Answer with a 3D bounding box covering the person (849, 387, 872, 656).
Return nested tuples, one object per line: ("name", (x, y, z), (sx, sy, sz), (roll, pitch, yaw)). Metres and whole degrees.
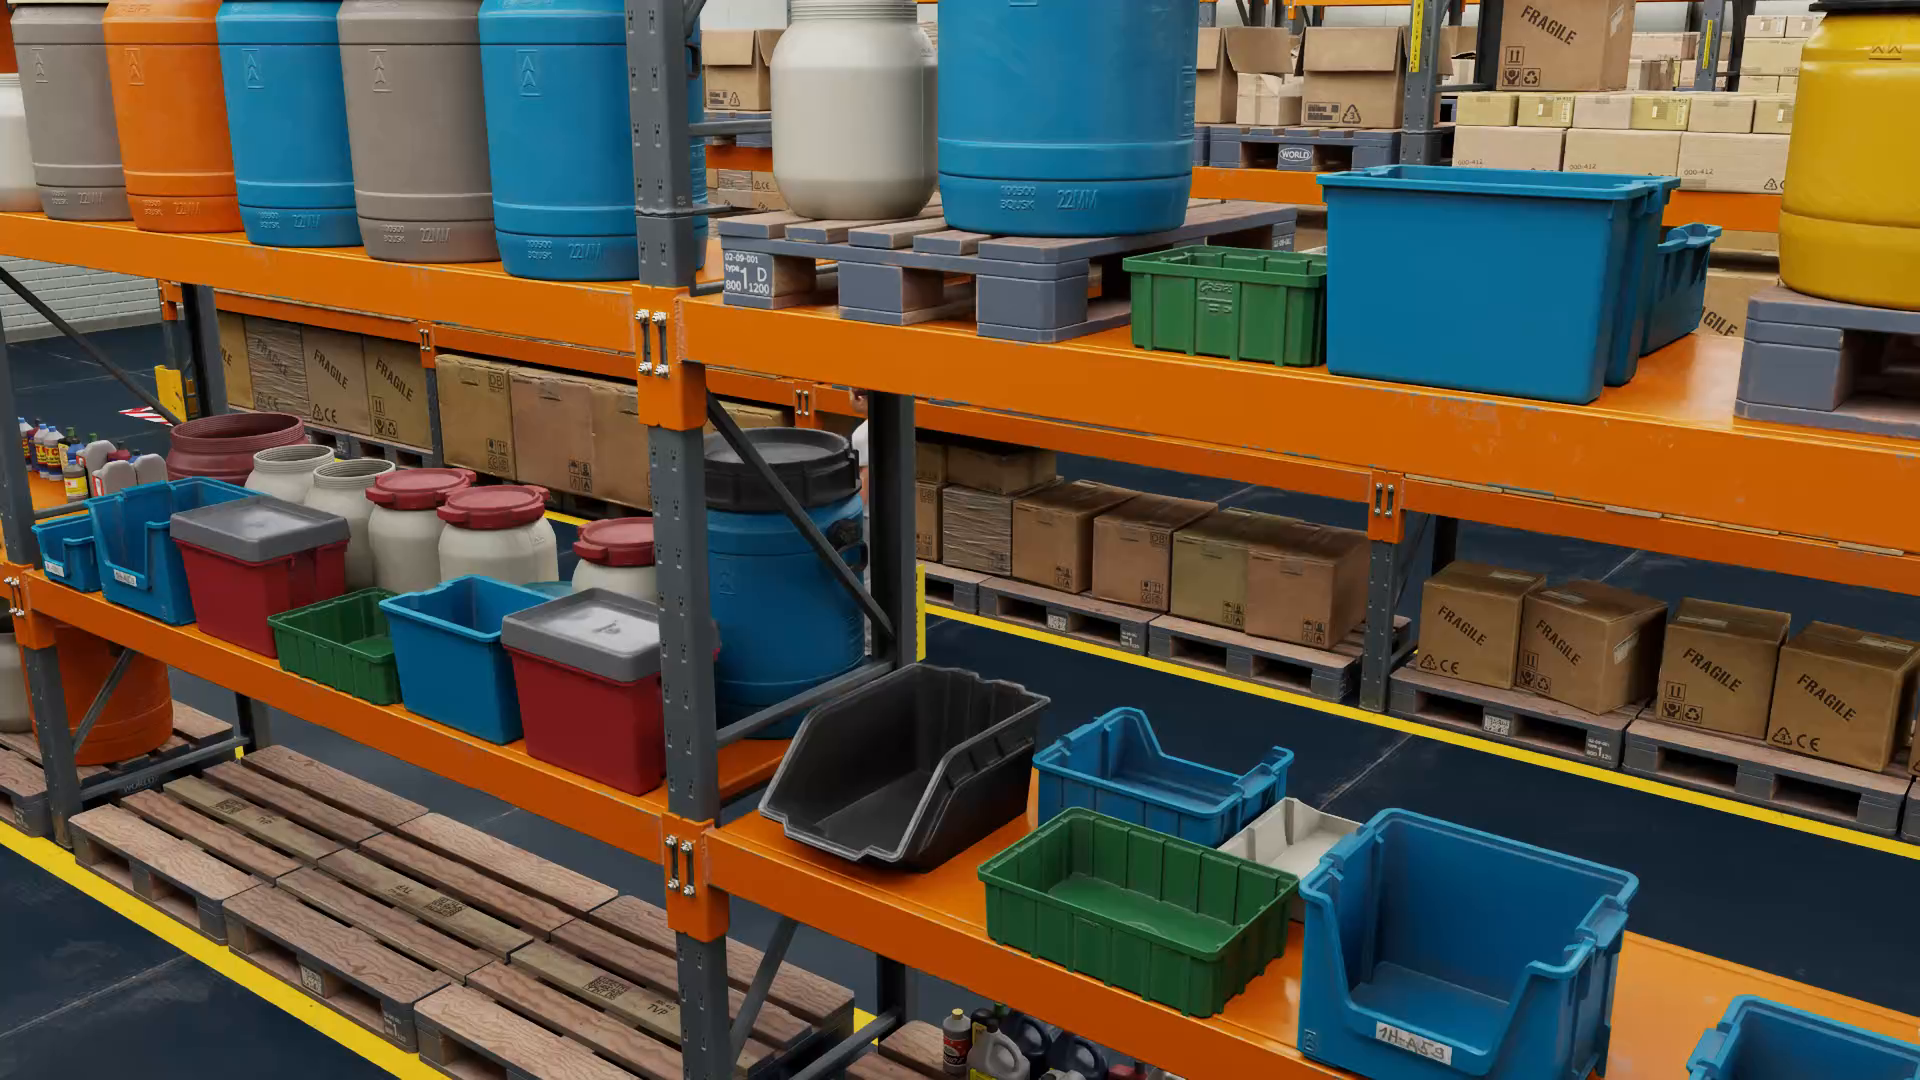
("person", (-0.468, -0.142, 9.553), (0.355, 1.653, 0.514), (11, 20, 32))
